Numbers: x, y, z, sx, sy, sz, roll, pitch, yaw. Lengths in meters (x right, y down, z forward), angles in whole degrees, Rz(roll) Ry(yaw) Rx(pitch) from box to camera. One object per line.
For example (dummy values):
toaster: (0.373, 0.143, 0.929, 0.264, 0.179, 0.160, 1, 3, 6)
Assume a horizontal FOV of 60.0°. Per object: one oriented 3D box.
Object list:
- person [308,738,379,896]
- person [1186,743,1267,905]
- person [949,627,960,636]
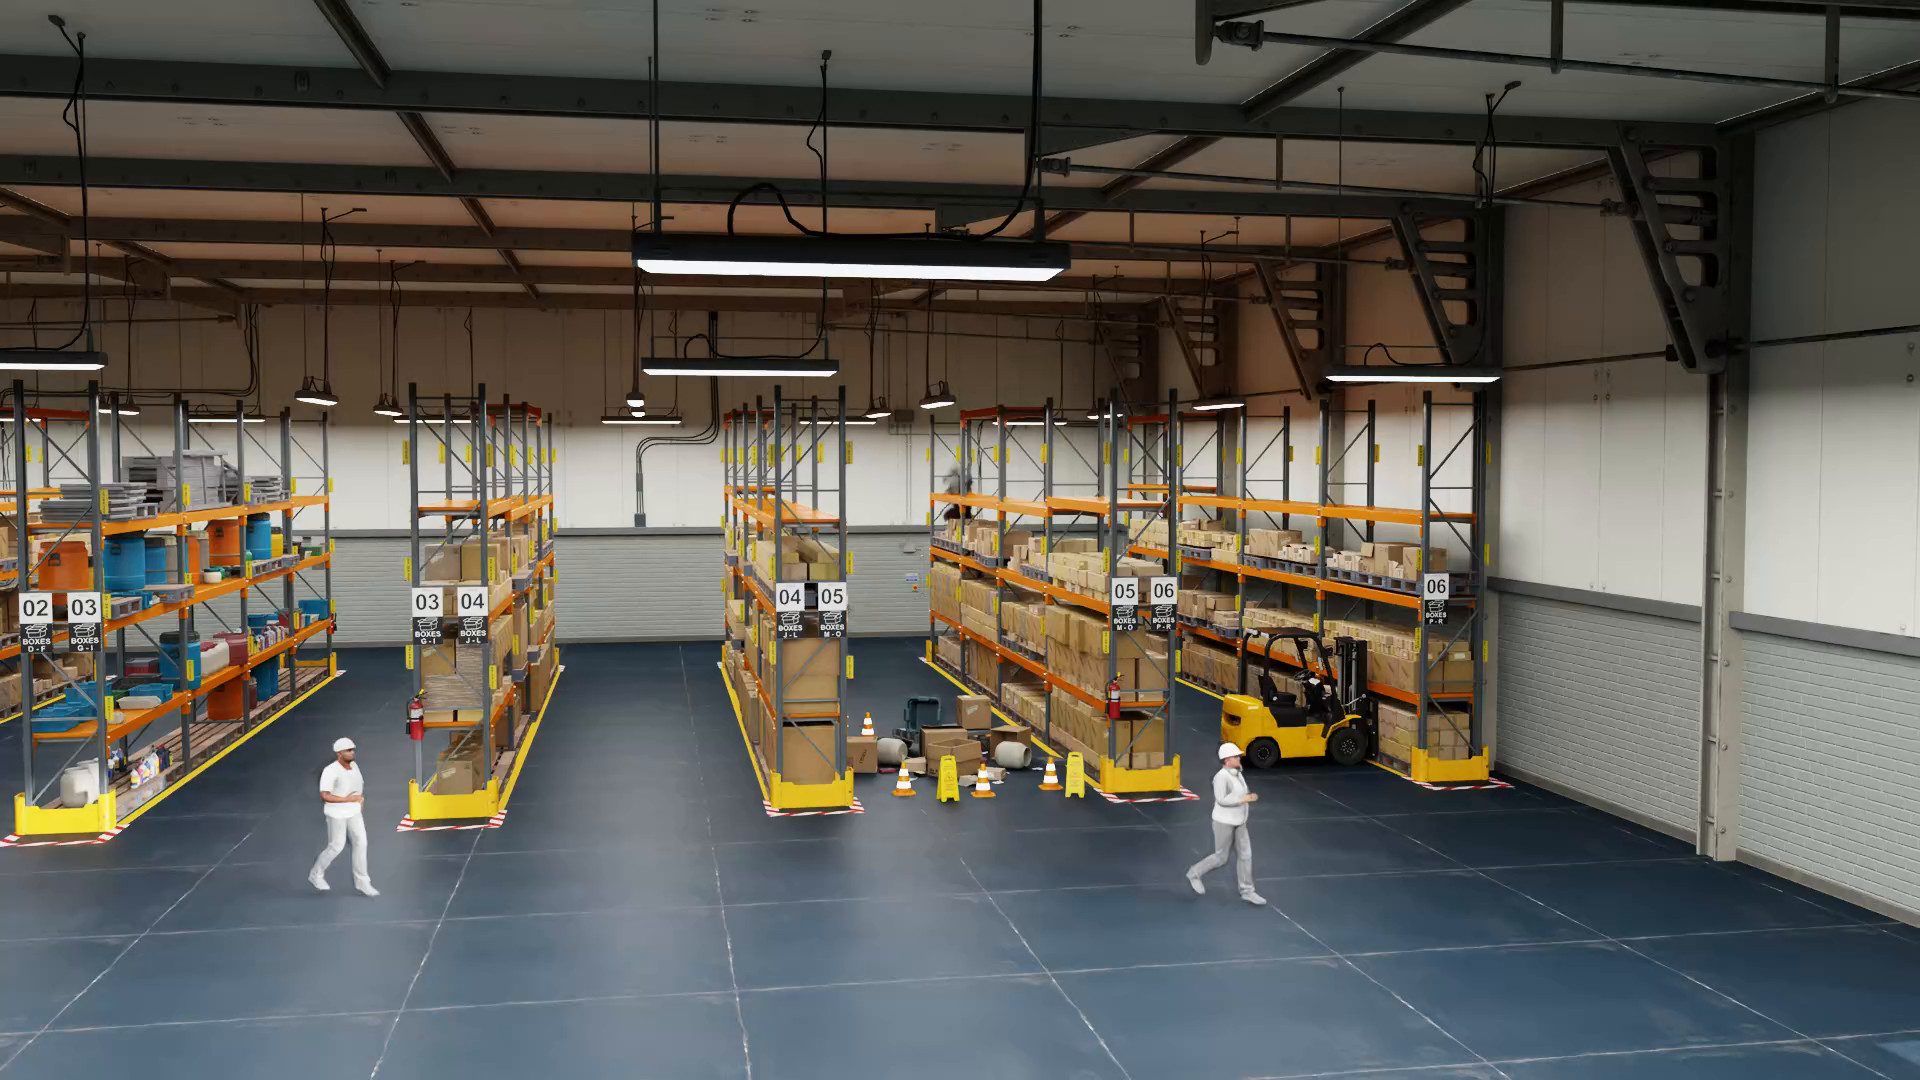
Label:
person: (-7.038, 3.156, 18.950, 0.820, 1.819, 0.724, 1, 3, 19)
person: (2.993, 3.148, 18.604, 0.931, 1.765, 0.676, 2, 3, 34)
person: (-0.070, 2.058, 41.838, 0.567, 1.668, 0.780, 0, 3, 9)
